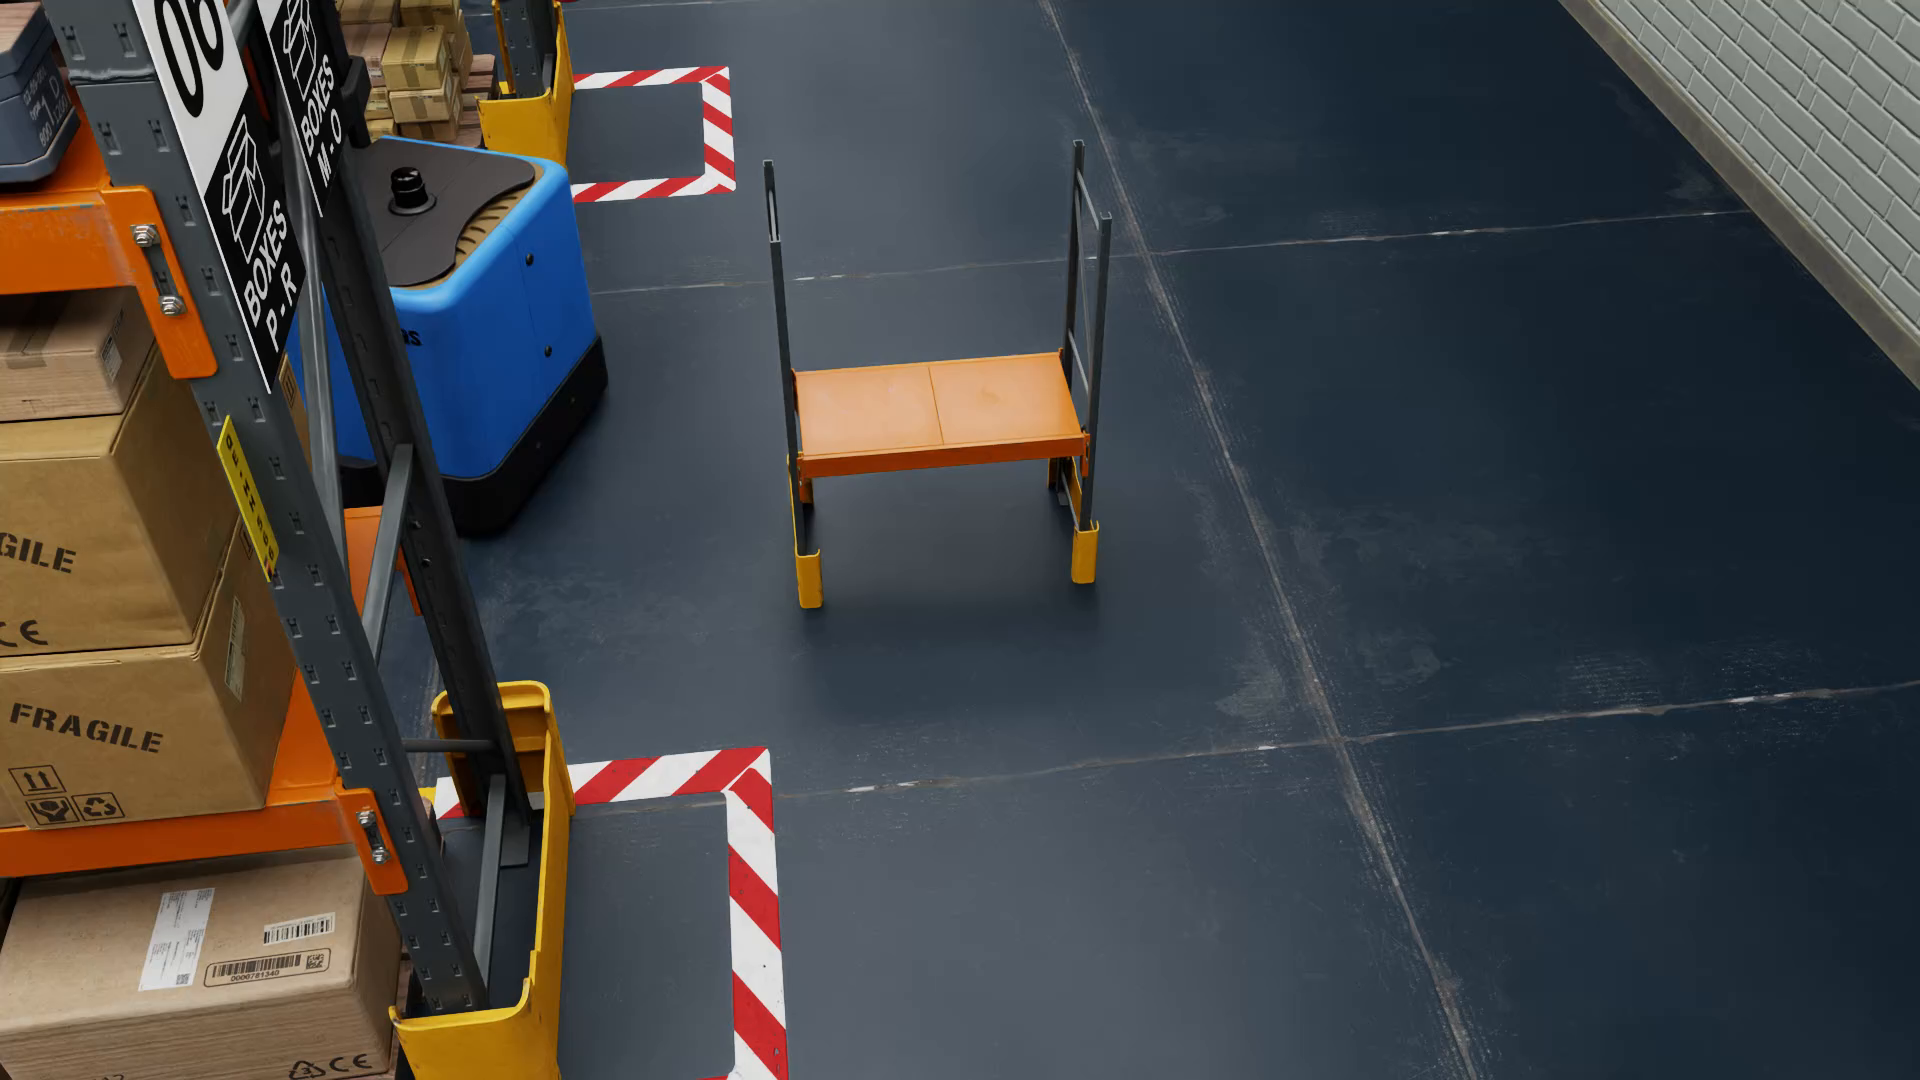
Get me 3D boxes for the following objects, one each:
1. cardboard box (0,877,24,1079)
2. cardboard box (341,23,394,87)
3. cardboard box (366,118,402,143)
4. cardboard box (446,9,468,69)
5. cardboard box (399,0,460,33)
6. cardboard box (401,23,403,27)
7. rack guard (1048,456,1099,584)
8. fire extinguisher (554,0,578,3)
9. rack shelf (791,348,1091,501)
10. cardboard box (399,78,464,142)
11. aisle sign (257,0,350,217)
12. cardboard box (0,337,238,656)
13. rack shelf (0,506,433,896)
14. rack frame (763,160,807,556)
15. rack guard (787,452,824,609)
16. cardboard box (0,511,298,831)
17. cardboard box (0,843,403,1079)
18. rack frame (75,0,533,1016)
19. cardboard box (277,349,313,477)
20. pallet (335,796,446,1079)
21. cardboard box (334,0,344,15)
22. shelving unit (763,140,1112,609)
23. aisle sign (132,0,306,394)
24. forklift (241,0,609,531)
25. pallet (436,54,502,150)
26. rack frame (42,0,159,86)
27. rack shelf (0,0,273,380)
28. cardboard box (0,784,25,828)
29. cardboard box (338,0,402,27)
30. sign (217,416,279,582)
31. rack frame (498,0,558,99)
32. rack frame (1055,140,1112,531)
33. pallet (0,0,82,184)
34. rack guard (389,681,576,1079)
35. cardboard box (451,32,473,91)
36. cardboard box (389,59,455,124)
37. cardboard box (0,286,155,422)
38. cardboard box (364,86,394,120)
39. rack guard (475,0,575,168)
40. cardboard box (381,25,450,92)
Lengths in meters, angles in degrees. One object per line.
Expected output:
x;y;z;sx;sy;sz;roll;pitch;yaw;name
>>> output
-2.907;1.087;4.404;0.875;0.438;0.875;-4;42;-4;cardboard box
-2.850;-2.316;7.949;0.250;0.149;0.380;-4;42;-5;cardboard box
-2.838;-2.019;8.064;0.250;0.149;0.380;-4;42;-4;cardboard box
-2.654;-2.528;8.406;0.250;0.149;0.380;-3;42;-4;cardboard box
-2.665;-2.694;8.368;0.250;0.149;0.380;-7;42;-7;cardboard box
-2.933;-2.542;8.422;0.250;0.149;0.380;-5;42;-6;cardboard box
0.418;-0.129;6.207;0.087;0.250;0.587;-5;42;-6;rack guard
-1.792;-2.744;7.388;0.183;0.674;0.296;-5;42;-6;fire extinguisher
-0.085;-0.416;5.860;1.000;0.185;0.538;-5;42;-6;rack shelf
-2.596;-2.109;8.163;0.250;0.149;0.380;-4;42;-5;cardboard box
-1.326;-1.081;3.268;0.004;0.787;0.394;-5;42;-6;aisle sign
-1.807;-0.125;3.328;0.500;0.500;0.500;-4;42;-4;cardboard box
-3.343;0.524;3.967;4.000;0.370;1.077;-5;42;-6;rack shelf
-0.589;-0.505;5.691;0.032;1.500;0.500;-5;42;-6;rack frame
-0.569;-0.043;6.111;0.087;0.250;0.587;-5;42;-6;rack guard
-1.803;0.264;3.643;0.500;0.500;0.500;-5;42;-5;cardboard box
-2.001;1.002;4.499;0.875;0.438;0.875;-6;42;-7;cardboard box
-1.359;0.083;3.918;0.127;3.000;1.000;-5;42;-6;rack frame
-1.873;-0.103;4.050;0.500;0.500;0.500;-5;42;-6;cardboard box
-2.142;1.240;4.718;1.213;0.211;1.003;-5;42;-6;pallet
-3.189;-2.653;8.323;0.250;0.149;0.380;-5;42;-6;cardboard box
-0.076;-0.550;5.740;1.083;1.500;0.587;-5;42;-6;shelving unit
-1.248;-0.683;2.826;0.004;0.787;0.394;-5;42;-6;aisle sign
-3.026;-1.667;5.910;3.031;2.935;1.130;11;43;12;forklift
-2.987;-2.106;8.428;1.213;0.211;1.003;-5;42;-6;pallet
-1.359;-2.145;1.909;0.127;3.000;1.000;-5;42;-6;rack frame
-3.343;-0.590;2.962;4.000;0.370;1.077;-5;42;-6;rack shelf
-2.303;0.297;3.606;0.500;0.500;0.500;-6;42;-6;cardboard box
-2.923;-2.590;8.253;0.250;0.149;0.380;-4;42;-5;cardboard box
-1.303;-0.073;3.050;0.005;0.325;0.100;-5;42;-6;sign
-2.101;-3.196;7.553;0.127;3.000;1.000;-5;42;-6;rack frame
0.419;-0.594;5.788;0.032;1.500;0.500;-5;42;-6;rack frame
-2.094;-0.926;2.864;1.213;0.211;1.003;-5;42;-6;pallet
-1.336;1.009;4.758;0.348;0.500;1.175;-5;42;-6;rack guard
-2.662;-2.460;8.553;0.250;0.149;0.380;-4;42;-5;cardboard box
-2.588;-2.168;8.007;0.250;0.149;0.380;-6;42;-7;cardboard box
-1.689;-0.402;3.151;0.250;0.149;0.380;-4;42;-5;cardboard box
-2.854;-2.181;8.021;0.250;0.149;0.380;-6;42;-7;cardboard box
-2.177;-2.261;8.383;0.348;0.500;1.175;-5;42;-6;rack guard
-2.594;-2.300;7.931;0.250;0.149;0.380;-5;42;-5;cardboard box
